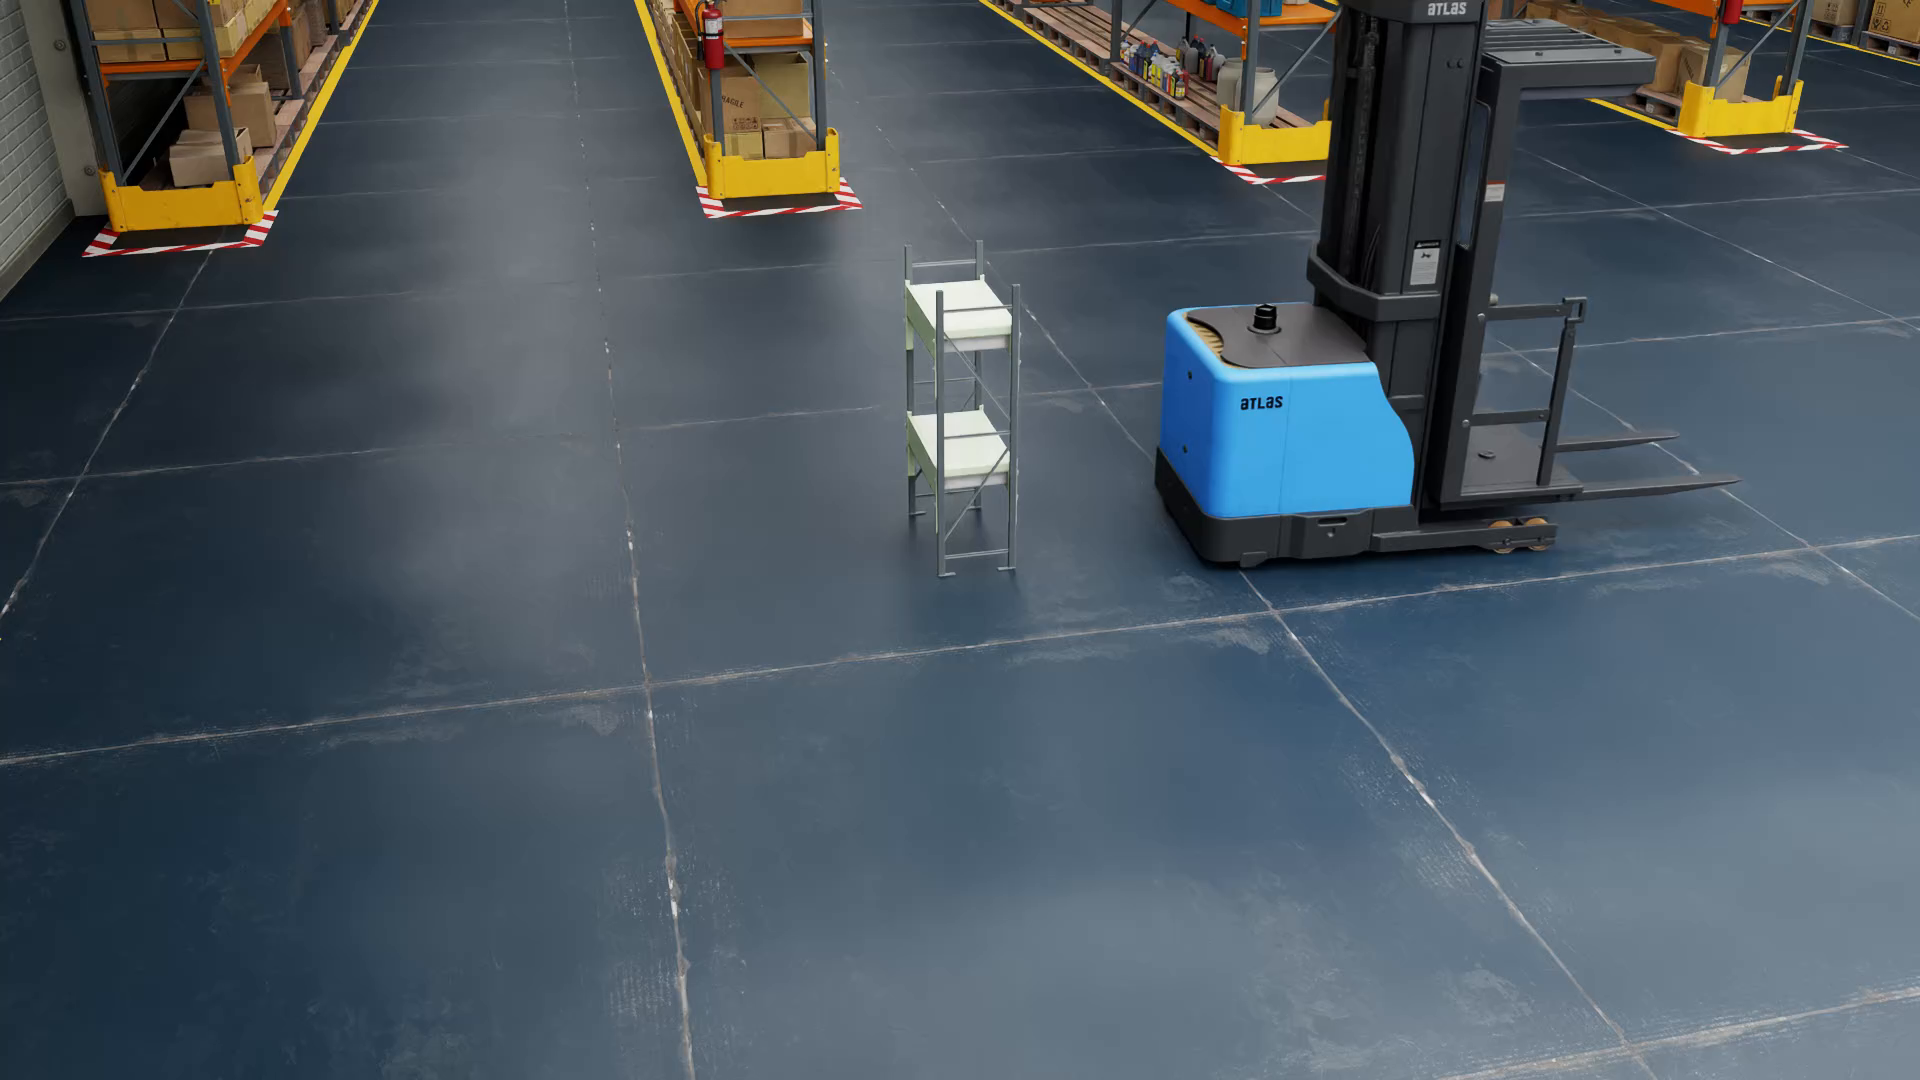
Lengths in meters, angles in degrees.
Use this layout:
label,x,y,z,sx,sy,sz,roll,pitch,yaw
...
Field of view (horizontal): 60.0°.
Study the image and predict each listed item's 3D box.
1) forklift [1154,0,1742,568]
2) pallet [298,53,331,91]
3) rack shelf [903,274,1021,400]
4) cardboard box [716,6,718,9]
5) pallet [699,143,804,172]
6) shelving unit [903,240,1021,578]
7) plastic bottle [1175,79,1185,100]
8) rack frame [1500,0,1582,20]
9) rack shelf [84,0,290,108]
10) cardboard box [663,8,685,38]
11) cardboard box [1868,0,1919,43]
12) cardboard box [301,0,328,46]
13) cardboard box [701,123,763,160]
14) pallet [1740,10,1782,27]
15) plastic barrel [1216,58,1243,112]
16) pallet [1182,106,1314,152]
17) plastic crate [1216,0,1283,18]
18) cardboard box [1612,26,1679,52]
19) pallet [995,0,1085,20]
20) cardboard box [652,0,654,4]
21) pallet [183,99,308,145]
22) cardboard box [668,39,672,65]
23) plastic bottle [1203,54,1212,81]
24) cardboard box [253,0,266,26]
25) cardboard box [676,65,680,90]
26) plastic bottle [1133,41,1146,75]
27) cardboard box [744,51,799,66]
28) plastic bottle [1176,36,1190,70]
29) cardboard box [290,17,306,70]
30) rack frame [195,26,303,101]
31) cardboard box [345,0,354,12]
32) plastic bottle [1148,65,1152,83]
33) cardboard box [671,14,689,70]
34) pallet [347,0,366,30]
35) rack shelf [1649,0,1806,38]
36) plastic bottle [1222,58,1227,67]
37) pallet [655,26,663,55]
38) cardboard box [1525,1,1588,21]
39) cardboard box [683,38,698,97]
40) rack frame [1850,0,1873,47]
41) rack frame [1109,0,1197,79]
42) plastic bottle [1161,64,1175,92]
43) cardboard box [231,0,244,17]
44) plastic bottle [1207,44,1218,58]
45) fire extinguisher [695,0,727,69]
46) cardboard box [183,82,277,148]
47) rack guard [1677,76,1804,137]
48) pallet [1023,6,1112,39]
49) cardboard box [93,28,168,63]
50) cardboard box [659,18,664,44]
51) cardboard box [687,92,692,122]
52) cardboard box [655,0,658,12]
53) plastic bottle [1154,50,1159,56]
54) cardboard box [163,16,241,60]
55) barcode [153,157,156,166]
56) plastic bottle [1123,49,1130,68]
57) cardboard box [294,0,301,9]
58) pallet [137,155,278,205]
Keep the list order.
label,x,y,z,sx,sy,sz,roll,pitch,yaw
forklift,2.640,-1.469,8.408,3.031,2.935,1.130,-4,27,-8
pallet,-7.866,-5.385,19.185,1.003,0.211,1.213,-6,27,-12
rack shelf,0.002,-1.015,8.230,0.431,0.370,0.720,-6,27,-12
cardboard box,-1.899,-4.981,15.179,0.700,0.500,0.500,-5,27,-10
pallet,-1.897,-3.587,15.622,1.003,0.211,1.213,-6,27,-12
shelving unit,0.002,-0.667,8.406,0.431,1.500,0.755,-6,27,-12
plastic bottle,2.302,-4.711,17.371,0.097,0.201,0.097,0,27,0
rack frame,7.067,-7.261,19.806,1.000,3.000,0.127,-6,27,-12
rack shelf,-6.960,-4.553,15.239,1.077,0.370,4.000,-6,27,-12
cardboard box,-3.189,-6.062,19.395,0.500,0.311,0.500,-6,27,-12
cardboard box,11.996,-6.676,20.539,0.875,0.875,0.875,-6,27,-11
cardboard box,-8.099,-6.277,20.144,0.700,0.500,0.500,-6,27,-11
cardboard box,-2.092,-3.666,15.269,0.500,0.250,0.500,-6,27,-12
pallet,11.397,-7.343,23.064,1.003,0.211,1.213,-6,27,-12
plastic barrel,2.807,-4.580,16.790,0.421,0.512,0.421,0,27,0
pallet,2.902,-4.143,16.723,1.003,0.211,1.213,-6,27,-12
plastic crate,2.739,-5.125,15.739,0.499,0.251,0.616,-6,27,-12
cardboard box,7.554,-5.388,18.404,0.500,0.500,0.500,-3,27,-7
pallet,1.122,-7.611,23.594,1.003,0.211,1.213,-6,27,-12
cardboard box,-3.926,-7.480,22.526,0.500,0.500,0.500,-5,27,-10
pallet,-7.225,-4.216,16.868,1.003,0.211,1.213,-6,27,-12
cardboard box,-3.073,-5.591,19.084,0.500,0.250,0.500,-6,27,-12
plastic bottle,2.713,-5.179,18.209,0.061,0.283,0.133,-6,27,-12
cardboard box,-6.661,-4.857,15.188,0.500,0.250,0.500,-6,27,-11
cardboard box,-2.776,-4.982,17.877,0.500,0.250,0.500,-6,27,-12
plastic bottle,2.019,-5.375,18.522,0.144,0.351,0.185,-5,27,-10
cardboard box,-1.828,-4.491,16.071,0.500,0.500,0.500,-6,27,-12
plastic bottle,2.527,-5.503,18.776,0.144,0.351,0.185,-6,27,-12
cardboard box,-7.834,-5.603,18.809,0.700,0.500,0.500,-6,27,-11
rack frame,-7.411,-5.752,16.817,1.000,3.000,0.127,-6,27,-12
cardboard box,-8.541,-7.457,22.115,0.750,0.750,0.750,-6,27,-12
plastic bottle,2.103,-5.099,18.140,0.097,0.201,0.097,0,27,0
cardboard box,-2.786,-5.316,17.706,0.500,0.500,0.500,-6,27,-12
pallet,-8.688,-7.151,22.684,1.003,0.211,1.213,-6,27,-12
rack shelf,7.518,-6.062,18.229,1.077,0.370,4.000,-6,27,-12
plastic bottle,2.893,-5.091,18.047,0.097,0.271,0.097,0,27,0
pallet,-3.339,-6.402,21.200,1.003,0.211,1.213,-6,27,-12
cardboard box,7.118,-6.153,19.919,0.500,0.500,0.500,-7,28,-13
cardboard box,-2.445,-4.657,16.402,0.500,0.500,0.500,-6,27,-12
rack frame,11.922,-7.720,20.716,1.000,3.000,0.127,-6,27,-12
rack frame,2.242,-6.758,18.810,1.000,3.000,0.127,-6,27,-12
plastic bottle,2.241,-4.918,17.700,0.152,0.276,0.135,-7,28,-13
cardboard box,-6.425,-4.731,14.105,0.500,0.500,0.500,-6,27,-11
plastic bottle,2.784,-5.292,18.357,0.144,0.351,0.185,-6,27,-12
fire extinguisher,-2.110,-4.367,14.158,0.296,0.674,0.183,-6,27,-12
cardboard box,-6.822,-3.966,15.565,0.700,0.500,0.500,-8,28,-15
rack guard,7.952,-4.422,16.956,1.175,0.500,0.348,-6,27,-12
pallet,1.477,-6.925,22.235,1.003,0.211,1.213,-6,27,-12
cardboard box,-6.803,-4.123,13.734,0.500,0.250,0.500,-6,27,-11
cardboard box,-3.417,-6.264,20.418,0.500,0.250,0.500,-7,28,-13
cardboard box,-2.442,-4.323,16.571,0.500,0.250,0.500,-6,27,-12
cardboard box,-3.528,-6.733,20.724,0.500,0.311,0.500,-7,28,-13
plastic bottle,2.170,-5.288,18.438,0.097,0.271,0.097,0,27,0
cardboard box,-6.310,-4.184,13.855,0.500,0.250,0.500,-7,28,-13
barcode,-6.971,-3.276,14.397,0.001,0.075,0.075,-6,27,-12
plastic bottle,1.909,-5.476,18.887,0.097,0.201,0.097,0,27,0
cardboard box,-8.032,-6.356,19.467,0.500,0.250,0.500,-5,27,-11
pallet,-6.675,-3.144,14.746,1.003,0.211,1.213,-6,27,-12
